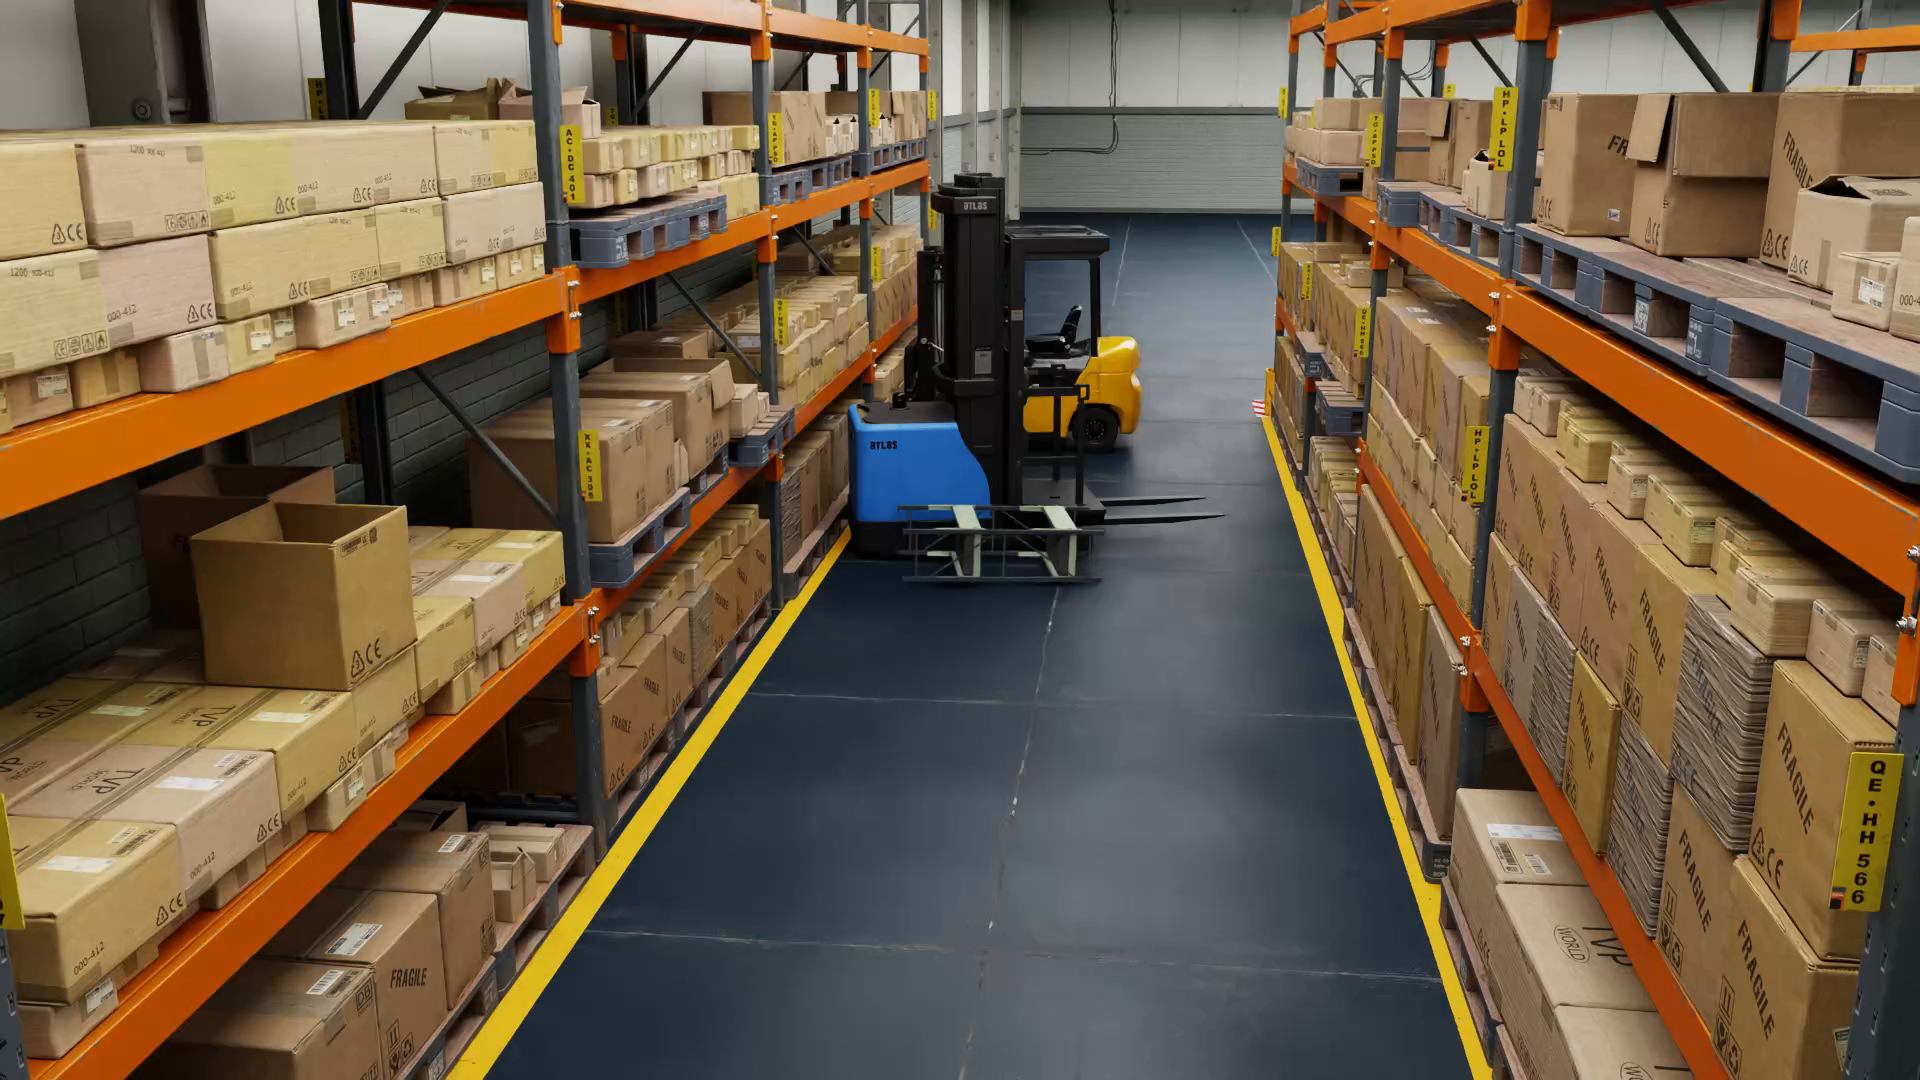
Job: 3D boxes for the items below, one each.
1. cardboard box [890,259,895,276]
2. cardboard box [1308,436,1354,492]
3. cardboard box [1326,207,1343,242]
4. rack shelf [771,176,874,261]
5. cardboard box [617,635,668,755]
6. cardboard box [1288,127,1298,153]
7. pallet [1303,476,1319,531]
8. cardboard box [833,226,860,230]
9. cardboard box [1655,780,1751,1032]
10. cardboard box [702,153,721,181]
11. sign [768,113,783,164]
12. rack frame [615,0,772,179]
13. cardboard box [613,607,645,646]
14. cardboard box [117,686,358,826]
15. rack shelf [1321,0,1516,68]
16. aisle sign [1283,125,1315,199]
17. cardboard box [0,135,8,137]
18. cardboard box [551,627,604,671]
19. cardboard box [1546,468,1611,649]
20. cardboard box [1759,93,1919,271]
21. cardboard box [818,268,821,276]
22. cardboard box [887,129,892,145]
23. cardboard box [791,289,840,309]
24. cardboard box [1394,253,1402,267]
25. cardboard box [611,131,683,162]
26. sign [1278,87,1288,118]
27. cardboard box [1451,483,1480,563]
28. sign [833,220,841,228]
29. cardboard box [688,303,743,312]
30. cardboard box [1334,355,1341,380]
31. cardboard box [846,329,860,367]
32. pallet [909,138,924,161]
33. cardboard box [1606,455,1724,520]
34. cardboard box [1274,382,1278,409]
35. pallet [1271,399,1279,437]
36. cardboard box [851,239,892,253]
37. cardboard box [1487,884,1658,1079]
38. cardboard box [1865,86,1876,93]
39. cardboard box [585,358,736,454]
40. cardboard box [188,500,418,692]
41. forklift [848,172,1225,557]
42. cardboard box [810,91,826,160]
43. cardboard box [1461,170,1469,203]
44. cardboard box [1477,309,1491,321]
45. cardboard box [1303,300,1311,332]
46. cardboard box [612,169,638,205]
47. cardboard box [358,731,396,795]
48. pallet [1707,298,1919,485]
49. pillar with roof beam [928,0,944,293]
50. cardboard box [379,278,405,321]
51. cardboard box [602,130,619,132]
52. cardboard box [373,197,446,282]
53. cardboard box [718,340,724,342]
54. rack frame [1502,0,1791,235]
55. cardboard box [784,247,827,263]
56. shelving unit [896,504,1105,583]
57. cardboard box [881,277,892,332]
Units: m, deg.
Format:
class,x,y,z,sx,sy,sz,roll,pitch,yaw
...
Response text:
class,x,y,z,sx,sy,sz,roll,pitch,yaw
cardboard box,-0.849,-2.707,16.492,0.380,0.149,0.250,2,15,6
cardboard box,3.568,-0.658,14.579,0.950,0.372,0.625,2,15,7
cardboard box,4.021,-3.041,16.486,0.700,0.500,0.500,2,15,6
rack shelf,-1.534,-2.587,13.115,1.077,0.370,4.000,2,15,6
cardboard box,-1.882,0.816,8.881,0.500,0.500,0.500,1,15,6
cardboard box,3.688,-4.164,17.285,0.500,0.250,0.500,1,15,5
pallet,3.538,-0.312,14.411,1.003,0.211,1.213,2,15,6
cardboard box,-1.199,-3.400,18.484,0.380,0.149,0.250,2,15,8
cardboard box,2.133,0.941,4.242,0.500,0.500,0.500,1,15,5
cardboard box,-1.648,-2.237,9.966,0.380,0.149,0.250,2,15,6
sign,-1.220,-2.649,10.975,0.100,0.325,0.005,2,15,6
rack frame,-1.759,-3.864,10.712,1.000,3.000,0.127,2,15,6
cardboard box,-1.916,0.463,8.946,0.380,0.149,0.250,1,15,5
cardboard box,-2.232,0.664,5.178,0.500,0.250,0.500,1,15,5
rack shelf,3.399,-3.697,12.239,1.077,0.370,4.000,2,15,6
aisle sign,3.775,-4.178,18.385,0.394,0.787,0.004,2,15,6
cardboard box,-2.830,-0.912,4.301,0.500,0.250,0.500,1,15,5
cardboard box,-1.966,0.530,8.128,0.380,0.149,0.250,1,15,5
cardboard box,2.295,0.064,5.573,0.500,0.500,0.500,2,15,7
cardboard box,2.647,-1.013,4.729,0.500,0.500,0.500,2,15,7
cardboard box,-1.533,-2.524,15.814,0.380,0.149,0.250,1,15,5
cardboard box,-0.869,-3.890,16.039,0.380,0.149,0.250,2,15,8
cardboard box,-1.207,-2.004,13.892,0.380,0.149,0.250,1,15,5
cardboard box,3.732,-2.262,13.473,0.380,0.149,0.250,1,15,5
cardboard box,-1.664,-2.052,8.675,0.380,0.149,0.250,2,15,7
sign,3.537,-4.783,18.184,0.100,0.325,0.005,2,15,6
cardboard box,2.530,-0.076,7.525,0.500,0.250,0.500,2,15,6
sign,-1.407,-3.517,19.111,0.100,0.325,0.005,2,15,6
cardboard box,-1.905,-1.754,12.970,0.380,0.149,0.250,1,15,5
cardboard box,2.972,-1.271,12.293,0.380,0.149,0.250,2,15,7
cardboard box,-1.156,-1.664,14.356,0.500,0.250,0.500,2,15,6
pallet,-0.962,-4.265,18.113,1.003,0.211,1.213,2,15,6
cardboard box,2.238,-0.161,5.159,0.380,0.149,0.250,2,15,6
cardboard box,3.710,-1.572,18.191,0.500,0.250,0.500,2,15,6
pallet,3.940,-1.322,18.147,1.003,0.211,1.213,2,15,6
cardboard box,-0.900,-2.986,16.954,0.380,0.149,0.250,2,15,6
cardboard box,2.444,1.641,5.951,0.875,0.438,0.875,1,15,5
cardboard box,8.365,-4.003,14.930,0.380,0.149,0.250,2,15,7
cardboard box,-1.760,-0.792,9.841,0.797,0.503,0.637,1,15,5
cardboard box,-2.174,0.175,5.549,0.500,0.500,0.500,2,15,8
forklift,0.620,-1.436,13.357,3.031,2.935,1.130,-2,15,-7
cardboard box,-1.321,-3.160,12.667,0.500,0.500,0.500,2,15,8
cardboard box,2.786,-1.818,8.535,0.380,0.166,0.250,3,15,11
cardboard box,3.325,-1.078,9.797,0.500,0.500,0.500,2,15,7
cardboard box,3.428,-2.174,15.196,0.500,0.500,0.500,1,15,5
cardboard box,-1.718,-1.640,7.719,0.380,0.149,0.250,2,15,7
cardboard box,-2.148,0.750,5.625,0.380,0.149,0.250,2,15,8
pallet,2.344,-0.346,3.617,1.003,0.211,1.213,2,15,6
pillar with roof beam,3.801,-8.770,28.856,9.100,9.000,0.400,2,15,6
cardboard box,-2.141,-0.825,5.700,0.380,0.149,0.250,2,15,7
cardboard box,-2.159,-2.262,9.487,0.380,0.149,0.250,2,15,6
cardboard box,-2.134,-1.049,5.767,0.500,0.250,0.500,2,15,7
cardboard box,-1.929,-1.394,12.401,0.500,0.250,0.500,2,15,7
rack frame,2.722,-2.681,6.338,1.000,3.000,0.127,2,15,6
cardboard box,-1.486,-2.735,16.025,0.380,0.149,0.250,2,15,6
shelving unit,0.289,0.021,12.684,1.500,0.431,0.755,0,15,-5
cardboard box,-0.956,-2.296,16.217,0.500,0.500,0.500,2,15,7
